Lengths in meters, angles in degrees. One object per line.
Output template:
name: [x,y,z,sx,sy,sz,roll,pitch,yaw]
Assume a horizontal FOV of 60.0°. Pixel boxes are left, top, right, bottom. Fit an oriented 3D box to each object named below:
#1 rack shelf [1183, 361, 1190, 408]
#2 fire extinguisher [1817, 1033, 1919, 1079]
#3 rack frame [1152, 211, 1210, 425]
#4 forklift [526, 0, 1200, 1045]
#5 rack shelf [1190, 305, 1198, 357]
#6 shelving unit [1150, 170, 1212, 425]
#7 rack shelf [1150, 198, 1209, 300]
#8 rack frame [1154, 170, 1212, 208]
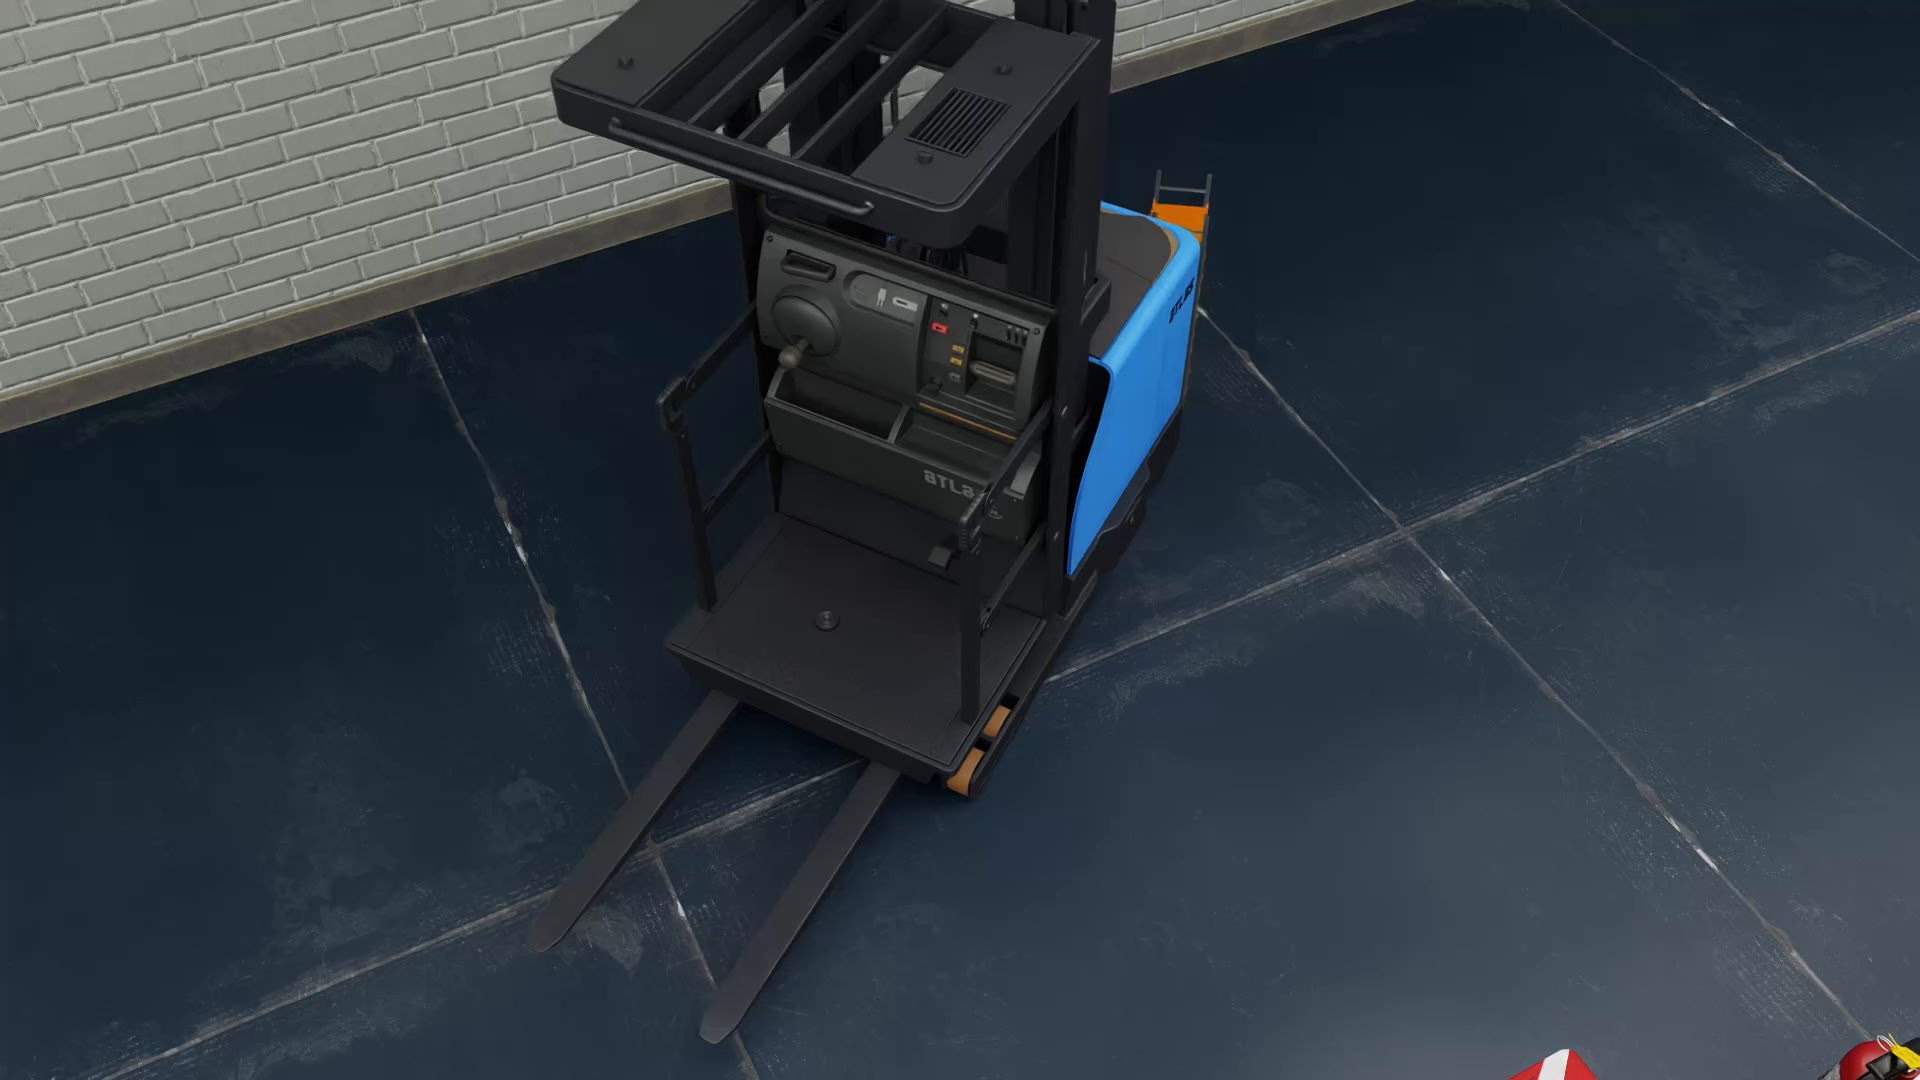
rack shelf: [0.796,-0.702,6.550,0.215,0.259,0.240,6,49,5]
fire extinguisher: [1.917,1.187,3.518,0.296,0.674,0.183,-21,52,-18]
rack frame: [0.780,-0.801,6.253,0.200,1.050,0.008,6,49,5]
forklift: [-0.283,-0.514,4.752,1.130,2.935,3.031,22,52,18]
rack shelf: [0.796,-0.885,6.341,0.215,0.259,0.240,6,49,5]
shelving unit: [0.796,-0.892,6.333,0.215,1.050,0.252,6,49,5]
rack shelf: [0.796,-1.072,6.127,0.215,0.259,0.240,6,49,5]
rack frame: [0.812,-0.983,6.412,0.200,1.050,0.008,6,49,5]
